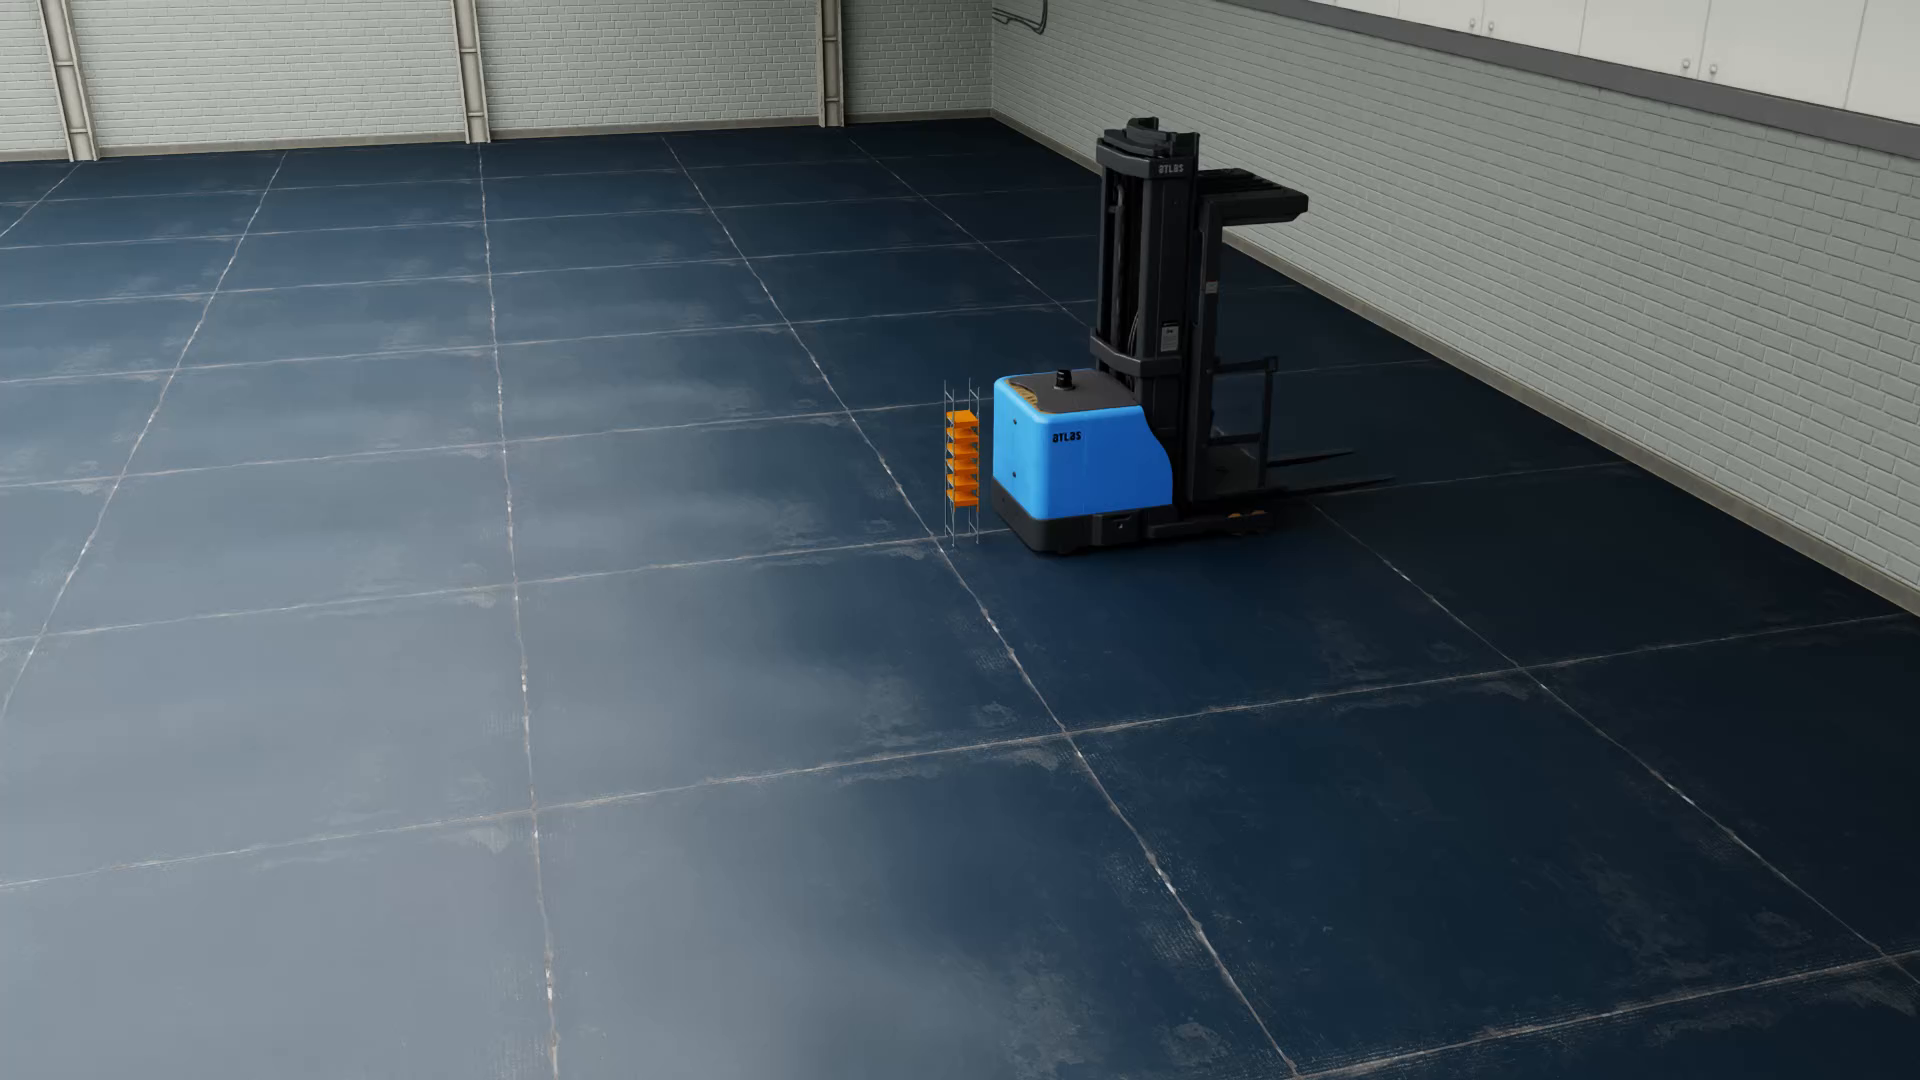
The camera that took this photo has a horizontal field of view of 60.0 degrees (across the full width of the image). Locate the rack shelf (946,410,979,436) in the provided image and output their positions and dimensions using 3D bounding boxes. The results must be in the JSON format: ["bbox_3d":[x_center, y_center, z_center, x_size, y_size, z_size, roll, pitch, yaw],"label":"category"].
[{"bbox_3d":[0.014,-0.843,11.893,0.180,0.103,0.258,-6,24,-14],"label":"rack shelf"}]

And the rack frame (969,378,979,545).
[{"bbox_3d":[0.102,-0.563,12.040,0.006,1.200,0.240,-6,24,-14],"label":"rack frame"}]

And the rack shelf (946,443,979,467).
[{"bbox_3d":[0.014,-0.622,11.987,0.180,0.103,0.258,-6,24,-14],"label":"rack shelf"}]

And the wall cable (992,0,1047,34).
[{"bbox_3d":[0.934,-9.812,27.643,0.112,2.526,3.097,-6,24,-14],"label":"wall cable"}]

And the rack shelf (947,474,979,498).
[{"bbox_3d":[0.014,-0.402,12.082,0.180,0.103,0.258,-6,24,-14],"label":"rack shelf"}]

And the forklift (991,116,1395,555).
[{"bbox_3d":[1.813,-1.567,12.185,3.031,2.935,1.130,-7,24,-16],"label":"forklift"}]

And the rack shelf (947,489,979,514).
[{"bbox_3d":[0.014,-0.292,12.129,0.180,0.103,0.258,-6,24,-14],"label":"rack shelf"}]

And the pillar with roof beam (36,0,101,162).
[{"bbox_3d":[-12.650,-8.515,20.682,0.400,9.000,9.100,-6,24,-14],"label":"pillar with roof beam"}]

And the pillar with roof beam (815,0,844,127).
[{"bbox_3d":[-1.096,-9.793,23.661,0.400,9.000,9.100,-6,24,-14],"label":"pillar with roof beam"}]

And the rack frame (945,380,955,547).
[{"bbox_3d":[-0.074,-0.543,11.994,0.006,1.200,0.240,-6,24,-14],"label":"rack frame"}]

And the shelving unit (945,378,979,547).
[{"bbox_3d":[0.014,-0.553,12.017,0.189,1.200,0.258,-6,24,-14],"label":"shelving unit"}]

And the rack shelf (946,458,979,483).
[{"bbox_3d":[0.014,-0.512,12.035,0.180,0.103,0.258,-6,24,-14],"label":"rack shelf"}]

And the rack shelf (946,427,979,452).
[{"bbox_3d":[0.014,-0.733,11.940,0.180,0.103,0.258,-6,24,-14],"label":"rack shelf"}]

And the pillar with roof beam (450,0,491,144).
[{"bbox_3d":[-6.873,-9.154,22.171,0.400,9.000,9.100,-6,24,-14],"label":"pillar with roof beam"}]
